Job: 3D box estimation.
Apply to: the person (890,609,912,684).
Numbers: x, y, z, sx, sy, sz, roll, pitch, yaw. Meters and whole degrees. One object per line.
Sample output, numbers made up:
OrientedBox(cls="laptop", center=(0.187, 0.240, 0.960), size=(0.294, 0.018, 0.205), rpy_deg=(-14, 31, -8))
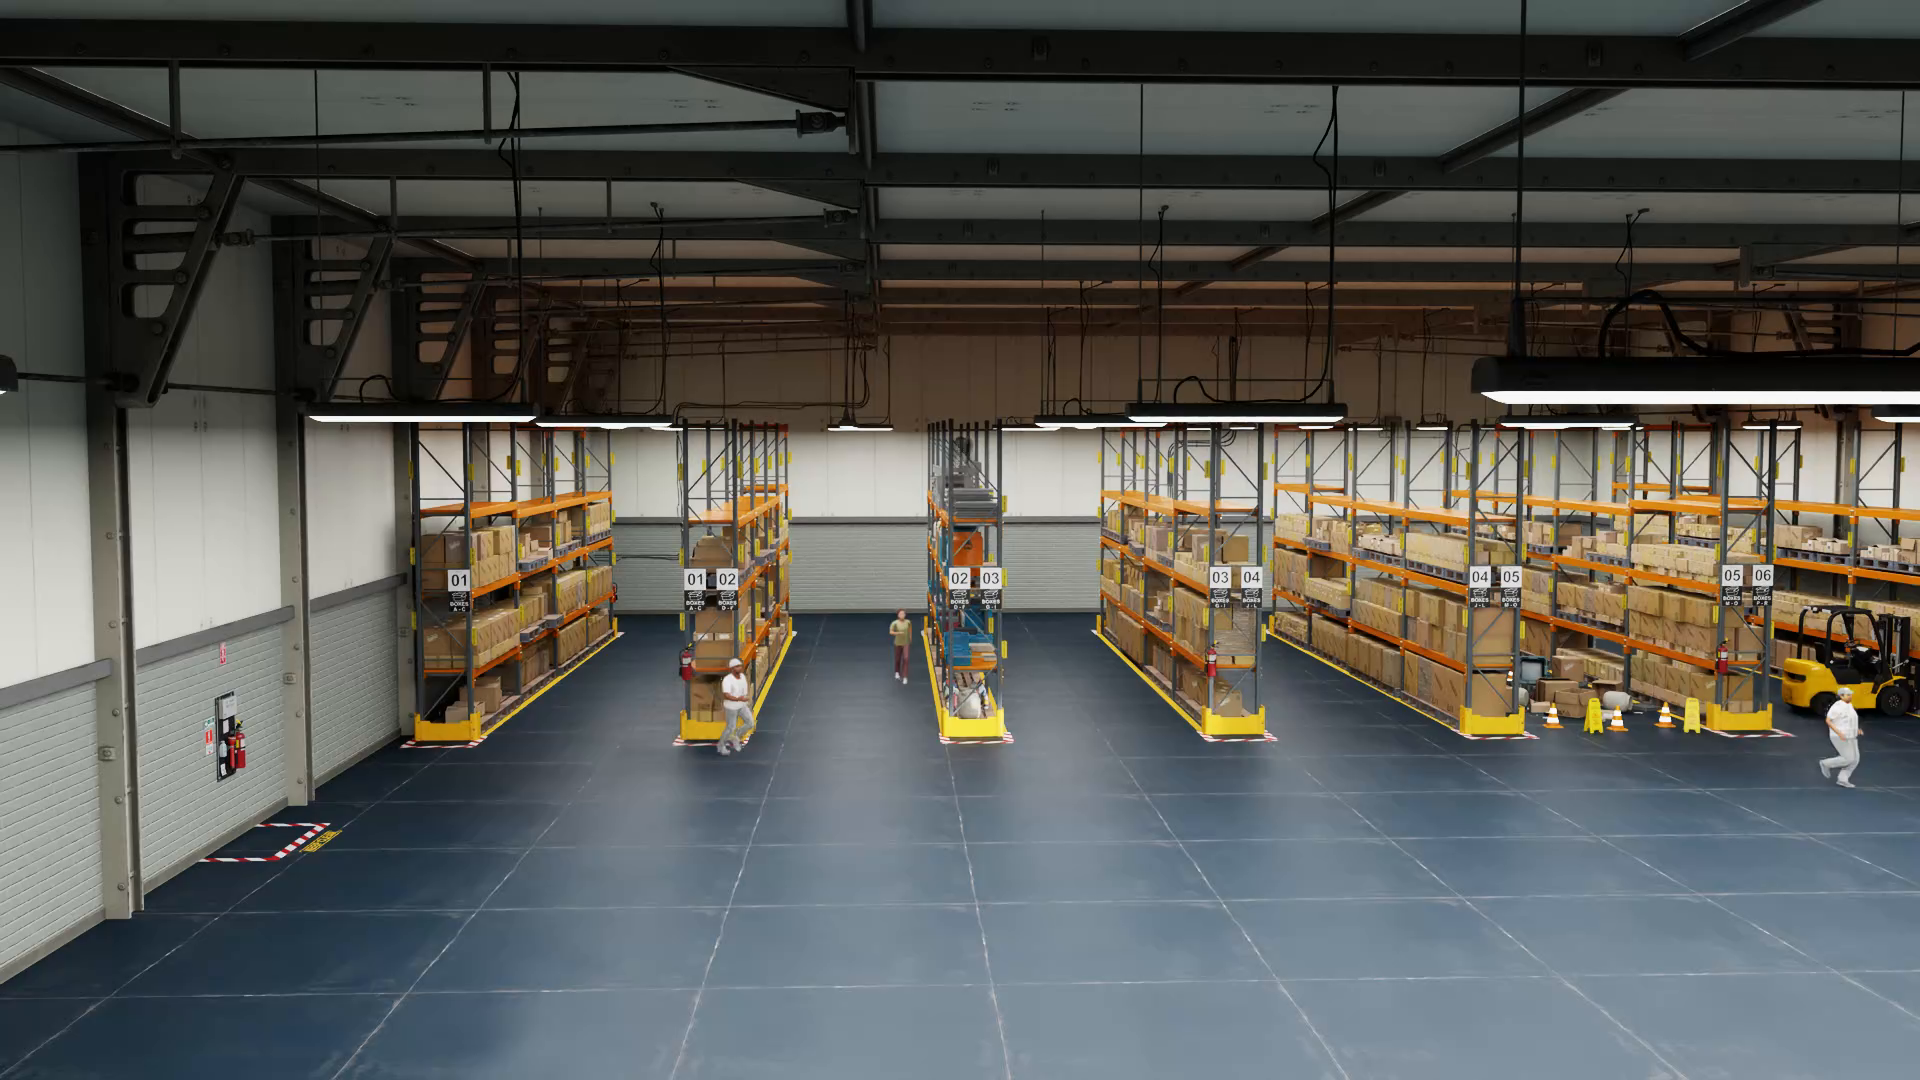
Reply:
OrientedBox(cls="person", center=(-1.353, 2.415, 38.198), size=(0.562, 1.675, 0.948), rpy_deg=(-1, 4, -11))

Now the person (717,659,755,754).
OrientedBox(cls="person", center=(-3.952, 2.951, 29.530), size=(0.806, 1.716, 0.721), rpy_deg=(3, 5, 36))

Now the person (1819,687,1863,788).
OrientedBox(cls="person", center=(14.318, 3.190, 27.004), size=(0.620, 1.625, 0.559), rpy_deg=(-3, 5, -36))

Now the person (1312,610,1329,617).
OrientedBox(cls="person", center=(10.498, 1.822, 48.471), size=(0.782, 1.624, 0.673), rpy_deg=(4, 5, 44))
